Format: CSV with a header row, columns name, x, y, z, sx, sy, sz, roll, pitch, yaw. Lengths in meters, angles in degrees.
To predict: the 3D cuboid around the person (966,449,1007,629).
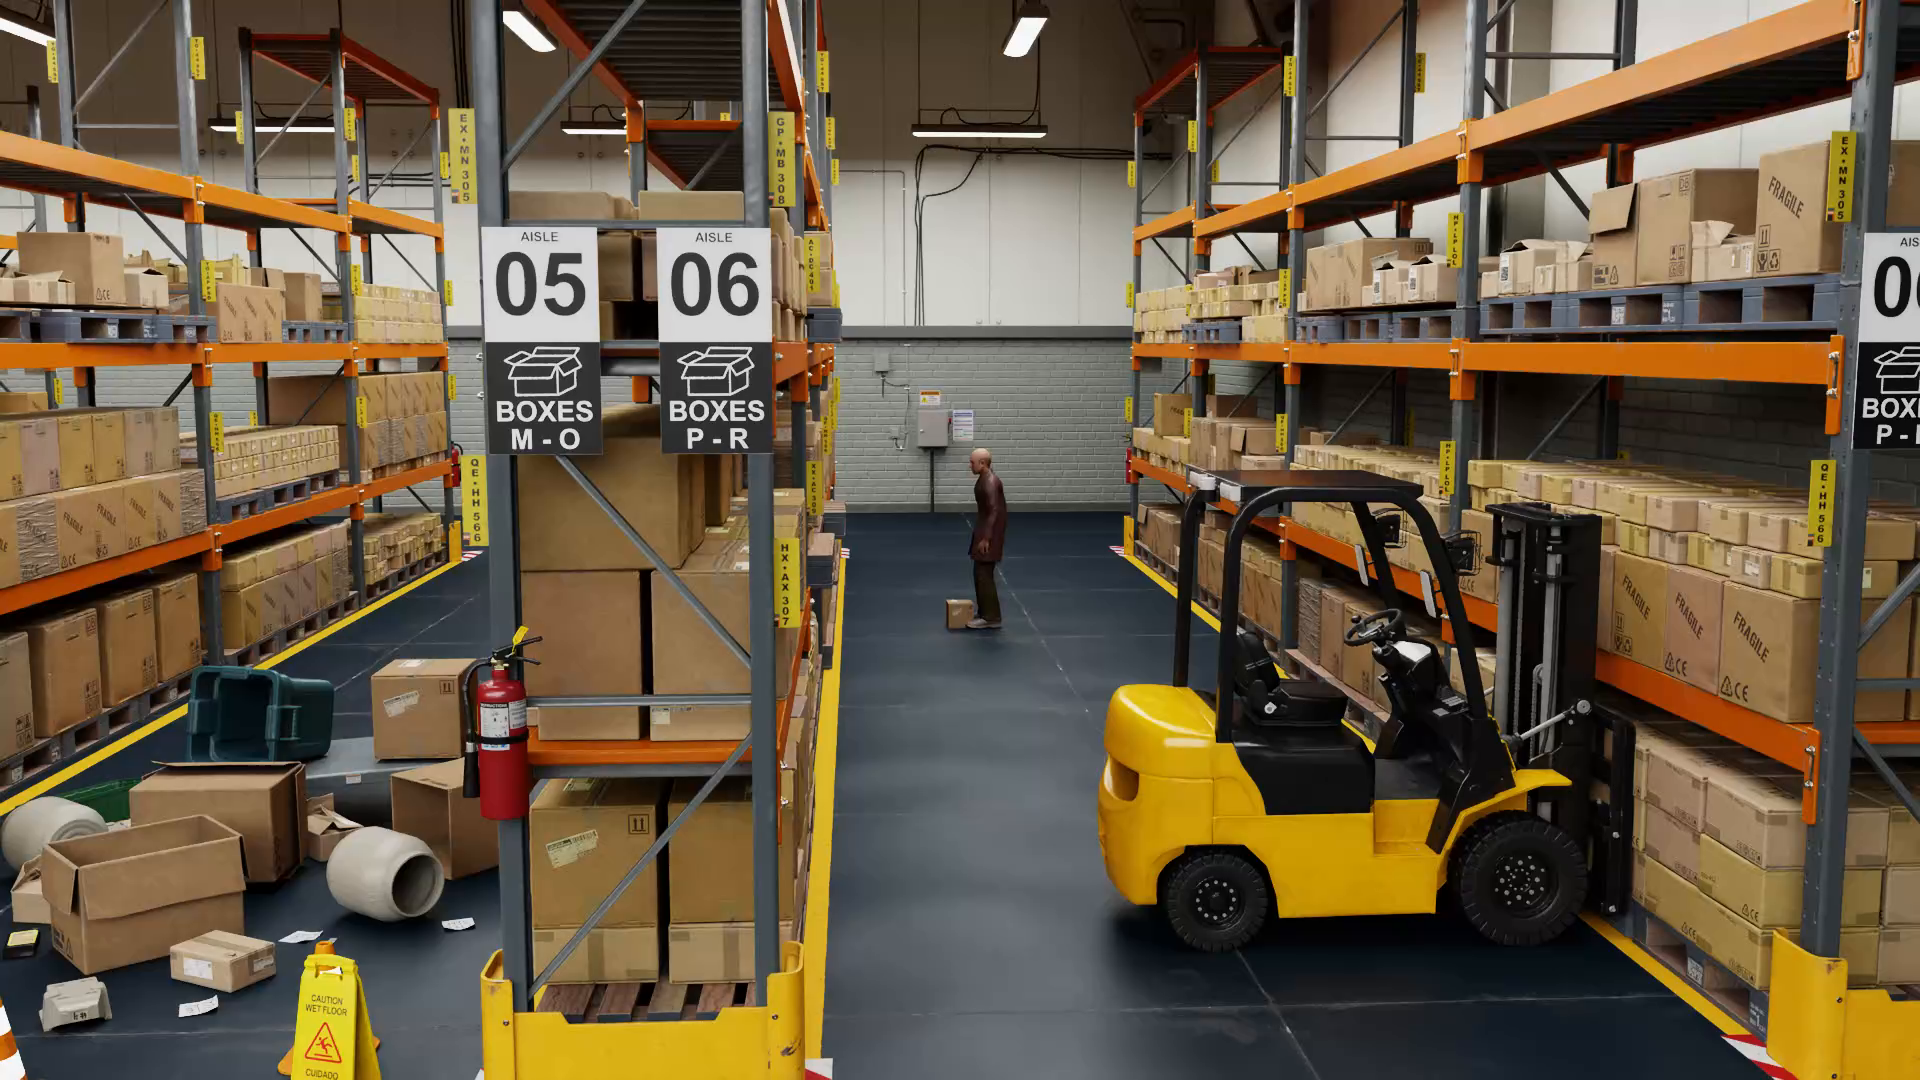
name,x,y,z,sx,sy,sz,roll,pitch,yaw
person,0.251,-0.024,16.503,0.423,1.773,0.640,-1,7,-5
